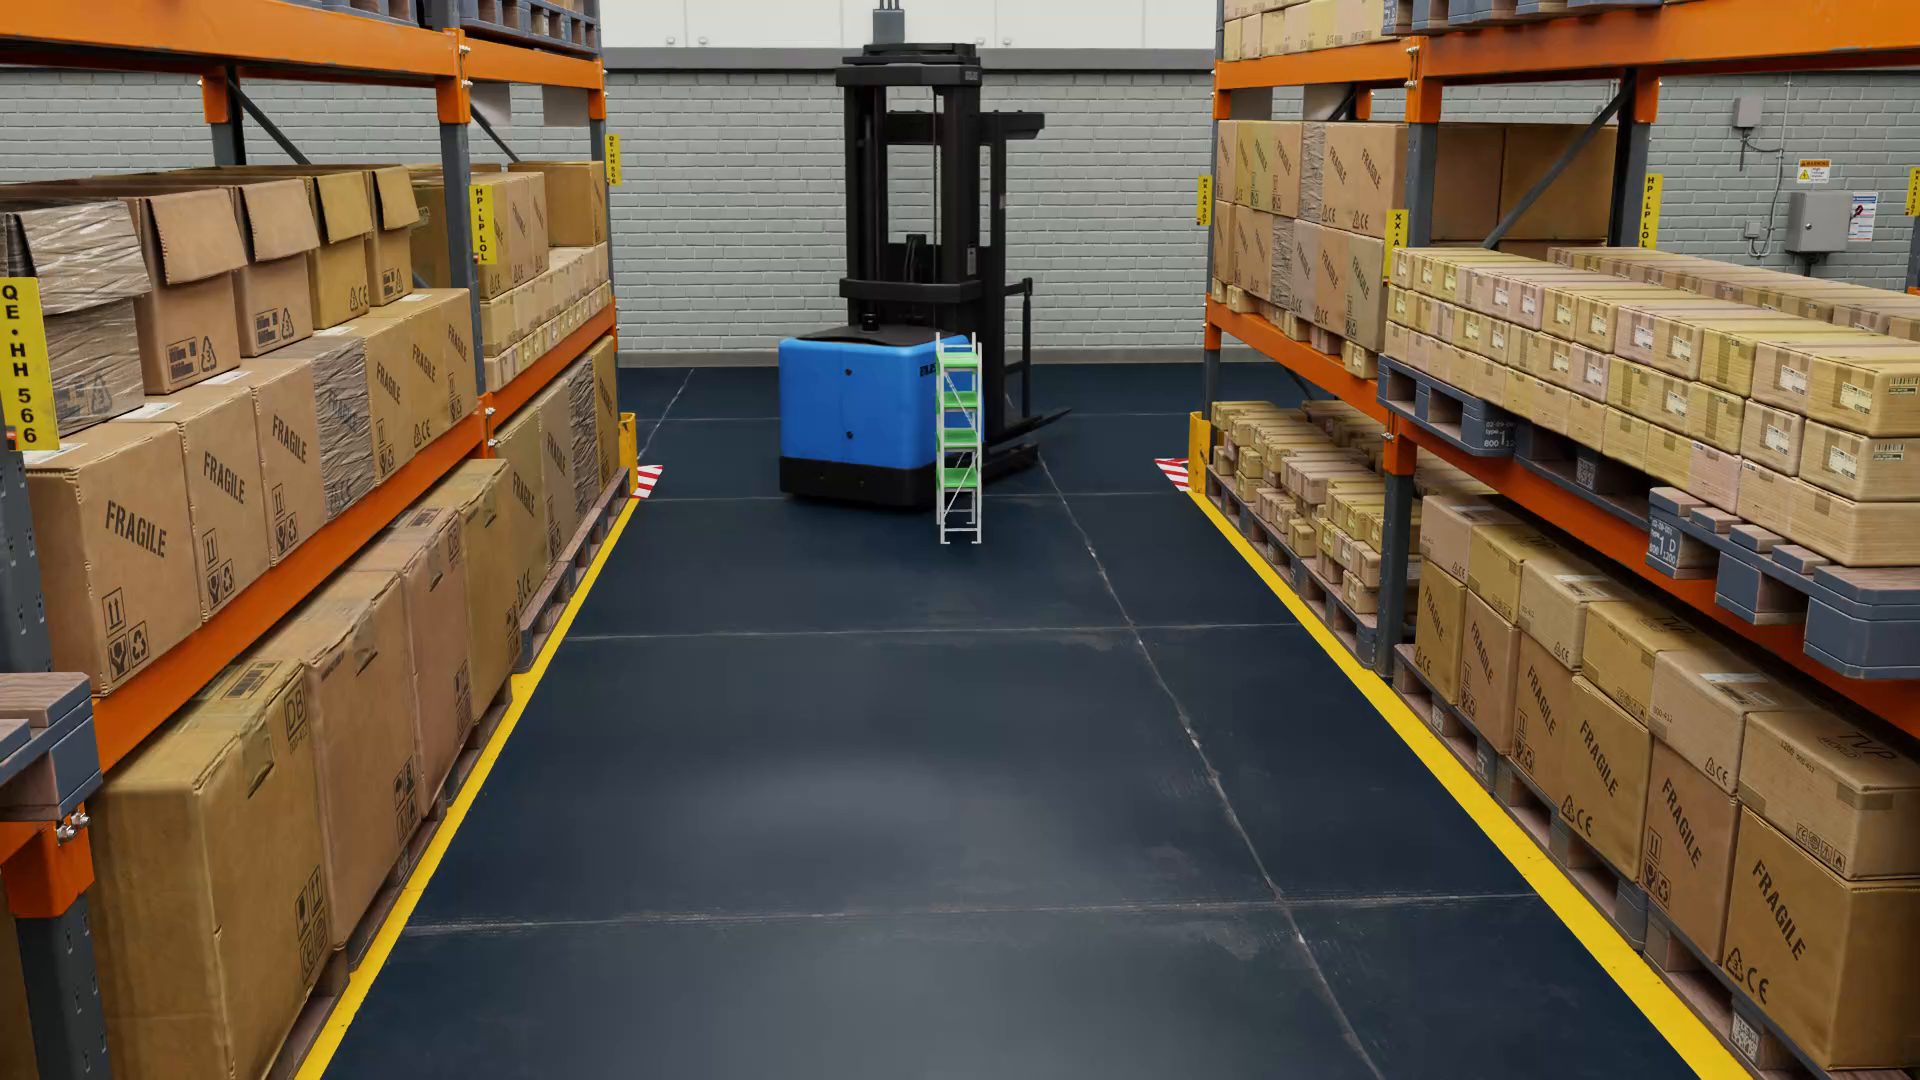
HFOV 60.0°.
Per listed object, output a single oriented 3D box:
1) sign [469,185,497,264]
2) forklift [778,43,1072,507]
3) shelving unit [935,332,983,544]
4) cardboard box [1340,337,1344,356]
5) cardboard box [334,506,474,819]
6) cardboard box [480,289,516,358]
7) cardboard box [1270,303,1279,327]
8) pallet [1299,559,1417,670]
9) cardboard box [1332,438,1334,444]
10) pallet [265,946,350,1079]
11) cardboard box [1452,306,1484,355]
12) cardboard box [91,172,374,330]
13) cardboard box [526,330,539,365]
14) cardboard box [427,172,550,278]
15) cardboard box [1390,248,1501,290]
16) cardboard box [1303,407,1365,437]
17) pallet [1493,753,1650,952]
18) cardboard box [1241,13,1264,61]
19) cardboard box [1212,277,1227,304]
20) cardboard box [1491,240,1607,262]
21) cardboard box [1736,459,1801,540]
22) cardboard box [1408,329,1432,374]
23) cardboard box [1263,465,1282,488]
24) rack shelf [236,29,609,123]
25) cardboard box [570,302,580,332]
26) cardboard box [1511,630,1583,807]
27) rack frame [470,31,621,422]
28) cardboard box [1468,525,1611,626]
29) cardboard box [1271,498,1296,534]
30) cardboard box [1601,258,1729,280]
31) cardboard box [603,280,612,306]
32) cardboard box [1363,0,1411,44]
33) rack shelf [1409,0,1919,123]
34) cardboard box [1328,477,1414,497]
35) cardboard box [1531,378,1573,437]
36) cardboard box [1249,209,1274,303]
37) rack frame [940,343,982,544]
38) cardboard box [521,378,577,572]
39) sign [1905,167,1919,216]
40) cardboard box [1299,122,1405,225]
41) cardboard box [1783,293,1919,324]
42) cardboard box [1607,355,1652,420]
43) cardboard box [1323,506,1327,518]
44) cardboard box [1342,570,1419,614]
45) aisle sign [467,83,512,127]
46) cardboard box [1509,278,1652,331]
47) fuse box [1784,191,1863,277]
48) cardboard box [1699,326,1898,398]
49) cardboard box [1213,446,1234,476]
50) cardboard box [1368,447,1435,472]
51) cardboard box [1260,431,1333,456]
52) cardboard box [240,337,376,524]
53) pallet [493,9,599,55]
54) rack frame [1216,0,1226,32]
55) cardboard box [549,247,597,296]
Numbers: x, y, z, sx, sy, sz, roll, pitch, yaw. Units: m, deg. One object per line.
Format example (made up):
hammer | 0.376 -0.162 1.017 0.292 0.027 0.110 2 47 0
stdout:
sign | -2.006 -1.322 6.980 0.100 0.325 0.005 -1 14 -3
forklift | -0.084 -1.951 11.727 1.130 2.935 3.031 7 16 26
shelving unit | -0.010 -0.622 10.037 0.258 1.200 0.503 -1 14 -3
cardboard box | 2.129 -0.981 8.323 0.380 0.149 0.250 -1 14 -5
cardboard box | -2.431 0.418 5.804 1.225 0.875 0.875 -1 14 -5
cardboard box | -2.315 -0.981 7.524 0.500 0.250 0.500 -1 14 -4
cardboard box | 2.007 -1.305 9.584 0.380 0.149 0.250 -1 14 -5
pallet | 2.333 0.344 8.267 1.003 0.211 1.213 -1 14 -3
cardboard box | 2.513 -0.546 10.409 0.380 0.149 0.250 -1 15 -6
pallet | -2.273 1.359 4.320 1.003 0.211 1.213 -1 14 -3
cardboard box | 2.026 -0.768 6.055 0.380 0.149 0.250 -2 15 -6
cardboard box | -2.468 -0.993 5.654 0.797 0.503 0.637 -1 14 -3
cardboard box | -2.285 -0.942 8.172 0.380 0.149 0.250 -1 14 -5
cardboard box | -2.381 -1.598 8.418 0.500 0.500 0.500 -1 14 -5
cardboard box | 1.975 -1.105 6.769 0.380 0.149 0.250 0 14 -1
cardboard box | 2.406 -0.755 10.625 0.380 0.149 0.250 -1 14 -2
pallet | 2.538 1.008 5.685 1.003 0.211 1.213 -1 14 -3
cardboard box | 1.963 -2.968 9.825 0.500 0.250 0.500 0 14 -2
cardboard box | 1.855 -1.628 10.837 0.380 0.149 0.250 -1 14 -4
cardboard box | 2.630 -1.160 7.717 0.500 0.500 0.500 -1 14 -4
cardboard box | 2.155 -0.105 4.074 0.380 0.149 0.250 -1 14 -4
cardboard box | 1.998 -0.748 6.575 0.380 0.149 0.250 -1 14 -3
cardboard box | 2.021 -0.409 9.878 0.380 0.149 0.250 -2 15 -6
rack shelf | -2.671 -2.390 8.721 1.077 0.370 4.000 -1 14 -3
cardboard box | -2.363 -1.260 9.408 0.380 0.149 0.250 -1 14 -3
cardboard box | 2.271 0.616 5.784 0.500 0.500 0.500 -1 14 -2
rack frame | -2.795 -1.784 10.939 1.000 3.000 0.127 -1 14 -3
cardboard box | 2.227 0.124 6.193 0.500 0.250 0.500 0 14 -2
cardboard box | 1.984 -0.138 9.422 0.380 0.149 0.250 -1 14 -3
cardboard box | 2.661 -0.982 6.291 0.380 0.149 0.250 -1 14 -5
cardboard box | -2.444 -1.578 10.646 0.380 0.149 0.250 -1 14 -2
cardboard box | 2.110 -2.338 7.375 0.500 0.250 0.500 -1 14 -2
rack shelf | 2.534 -1.447 5.055 1.077 0.370 4.000 -1 14 -3
cardboard box | 2.112 -0.226 8.570 0.380 0.149 0.250 0 14 -2
cardboard box | 2.074 -0.430 5.337 0.380 0.149 0.250 -2 15 -6
cardboard box | 1.990 -1.657 9.649 0.500 0.500 0.500 -1 14 -3
rack frame | 0.005 -0.562 9.801 0.240 1.200 0.015 -1 14 -3
cardboard box | -2.564 -0.352 8.797 0.875 0.875 0.875 -1 14 -3
sign | 6.542 -2.387 11.388 0.100 0.325 0.005 -1 14 -3
cardboard box | 2.056 -1.886 8.531 0.500 0.500 0.500 -1 14 -2
cardboard box | 2.739 -0.660 5.039 0.380 0.149 0.250 0 14 -2
cardboard box | 2.107 -0.443 4.793 0.380 0.149 0.250 -1 14 -4
cardboard box | 2.092 -0.078 8.591 0.380 0.149 0.250 -1 14 -3
cardboard box | 2.045 0.245 7.934 0.380 0.149 0.250 -1 14 -3
aisle sign | -3.099 -3.056 10.666 0.394 0.787 0.004 -1 14 -3
cardboard box | 2.056 -0.783 5.519 0.380 0.149 0.250 0 14 -1
fuse box | 8.829 -2.711 17.128 0.539 1.711 0.414 -1 14 -3
cardboard box | 2.140 -0.458 4.253 0.380 0.149 0.250 0 14 -2
cardboard box | 1.875 -0.523 10.916 0.380 0.149 0.250 -1 14 -2
cardboard box | 2.524 -0.429 9.359 0.380 0.149 0.250 -1 14 -3
cardboard box | 1.986 -0.549 9.827 0.380 0.149 0.250 0 14 -1
cardboard box | -2.156 -0.347 5.156 0.500 0.500 0.500 -1 14 -3
pallet | -2.738 -3.009 9.860 1.003 0.211 1.213 -1 14 -3
rack frame | 2.162 -4.740 10.391 1.000 3.000 0.127 -1 14 -3
cardboard box | -2.469 -1.612 9.978 0.500 0.250 0.500 -1 14 -4
